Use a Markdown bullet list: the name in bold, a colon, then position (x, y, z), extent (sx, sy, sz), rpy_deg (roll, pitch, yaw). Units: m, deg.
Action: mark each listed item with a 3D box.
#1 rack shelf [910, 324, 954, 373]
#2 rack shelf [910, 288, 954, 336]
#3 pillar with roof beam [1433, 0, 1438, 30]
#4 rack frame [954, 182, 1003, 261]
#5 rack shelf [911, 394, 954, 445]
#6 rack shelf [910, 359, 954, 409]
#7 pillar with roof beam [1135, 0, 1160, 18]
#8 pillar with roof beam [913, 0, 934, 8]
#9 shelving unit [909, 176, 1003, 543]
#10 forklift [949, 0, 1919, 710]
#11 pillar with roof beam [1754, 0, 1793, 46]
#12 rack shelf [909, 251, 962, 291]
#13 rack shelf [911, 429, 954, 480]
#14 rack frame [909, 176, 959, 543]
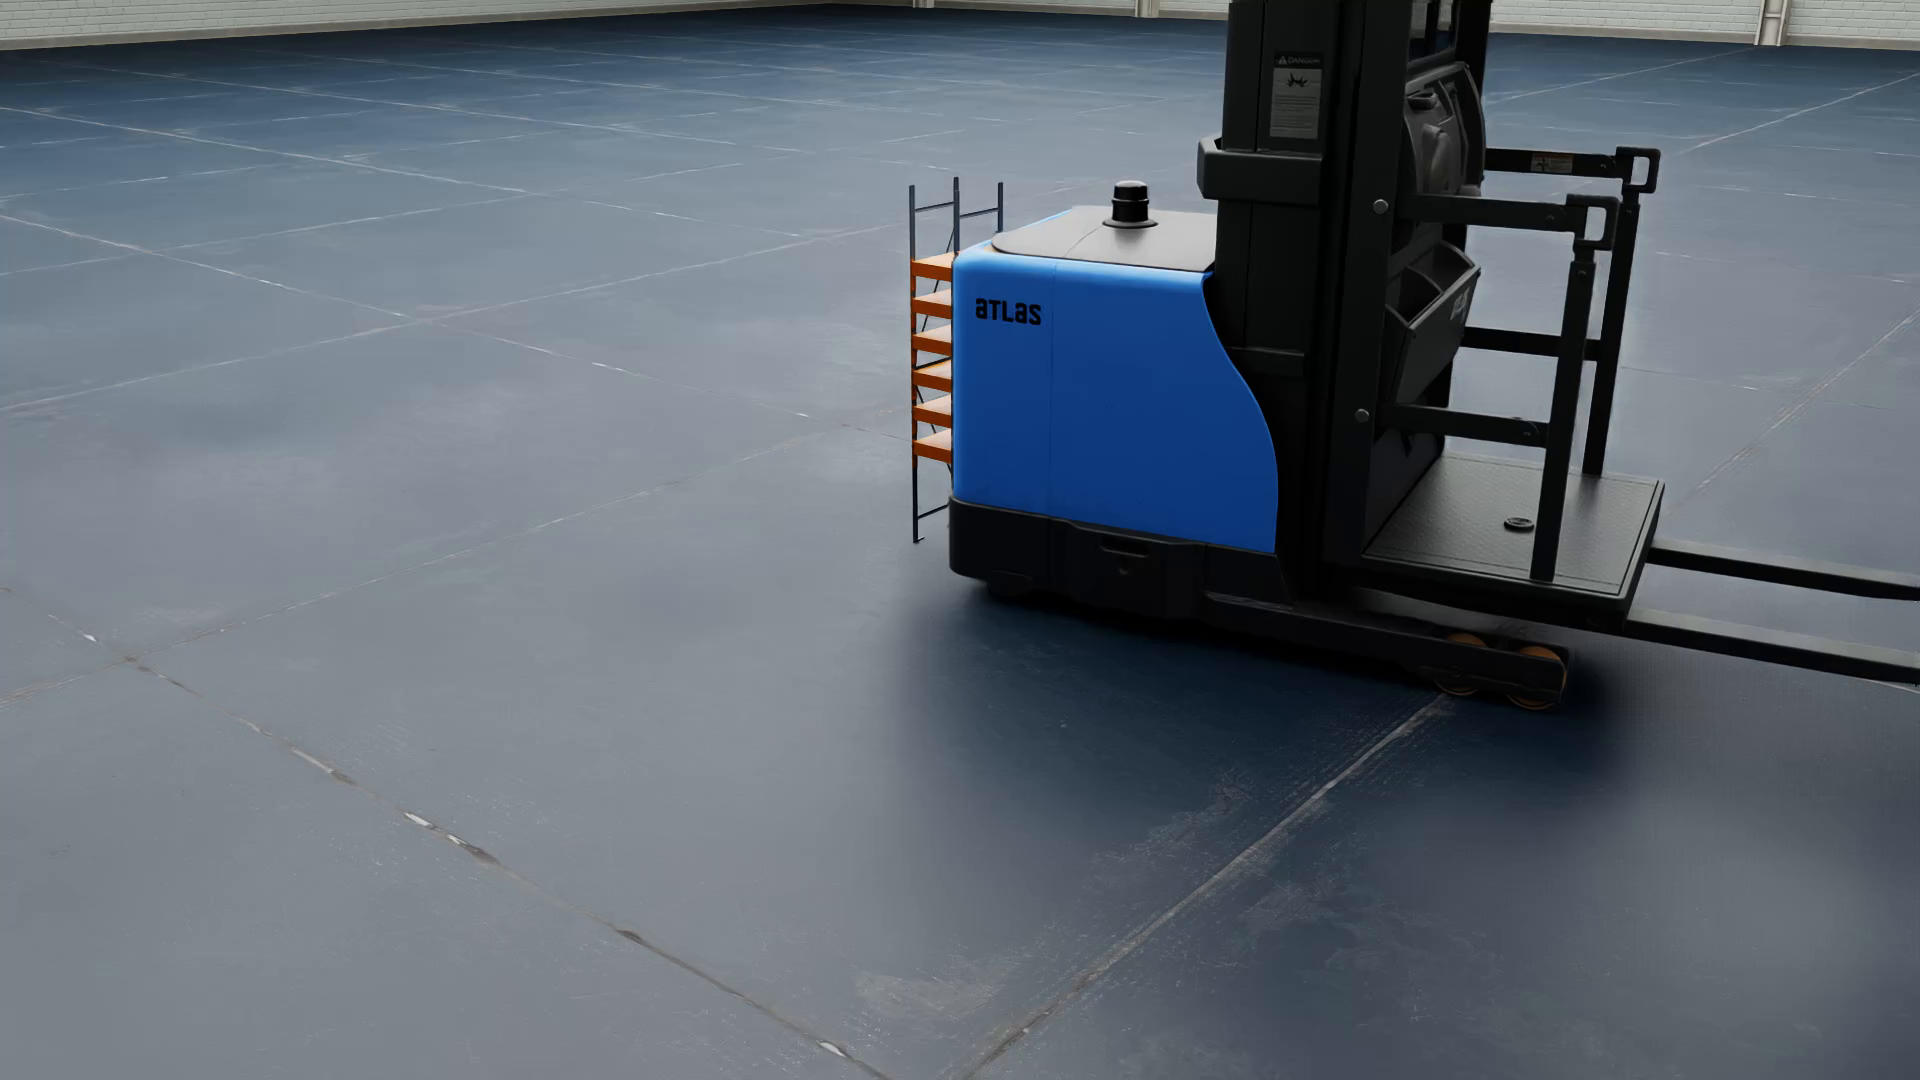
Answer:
- **rack shelf**: position (-0.011, -0.635, 5.438), extent (0.180, 0.103, 0.258), rpy_deg (16, 26, 36)
- **rack shelf**: position (-0.011, -0.748, 5.396), extent (0.180, 0.103, 0.258), rpy_deg (16, 26, 36)
- **pillar with roof beam**: position (5.757, -12.403, 25.804), extent (0.400, 9.000, 9.100), rpy_deg (16, 26, 36)
- **rack frame**: position (0.060, -0.544, 5.411), extent (0.006, 1.200, 0.240), rpy_deg (16, 26, 36)
- **rack shelf**: position (-0.011, -0.411, 5.523), extent (0.180, 0.103, 0.258), rpy_deg (16, 26, 36)
- **rack shelf**: position (-0.011, -0.523, 5.481), extent (0.180, 0.103, 0.258), rpy_deg (16, 26, 36)
- **pillar with roof beam**: position (1.108, -13.741, 29.354), extent (0.400, 9.000, 9.100), rpy_deg (16, 26, 36)
- **pillar with roof beam**: position (-3.540, -15.080, 32.904), extent (0.400, 9.000, 9.100), rpy_deg (16, 26, 36)
- **shelving unit**: position (-0.011, -0.565, 5.465), extent (0.189, 1.200, 0.258), rpy_deg (16, 26, 36)
- **forklift**: position (1.517, -1.130, 4.510), extent (3.031, 2.935, 1.130), rpy_deg (10, 23, 25)
- **pillar with roof beam**: position (10.405, -11.064, 22.254), extent (0.400, 9.000, 9.100), rpy_deg (16, 26, 36)
- **rack shelf**: position (-0.011, -0.860, 5.354), extent (0.180, 0.103, 0.258), rpy_deg (16, 26, 36)
- **rack shelf**: position (-0.011, -0.298, 5.565), extent (0.180, 0.103, 0.258), rpy_deg (16, 26, 36)
- **rack frame**: position (-0.082, -0.585, 5.519), extent (0.006, 1.200, 0.240), rpy_deg (16, 26, 36)
